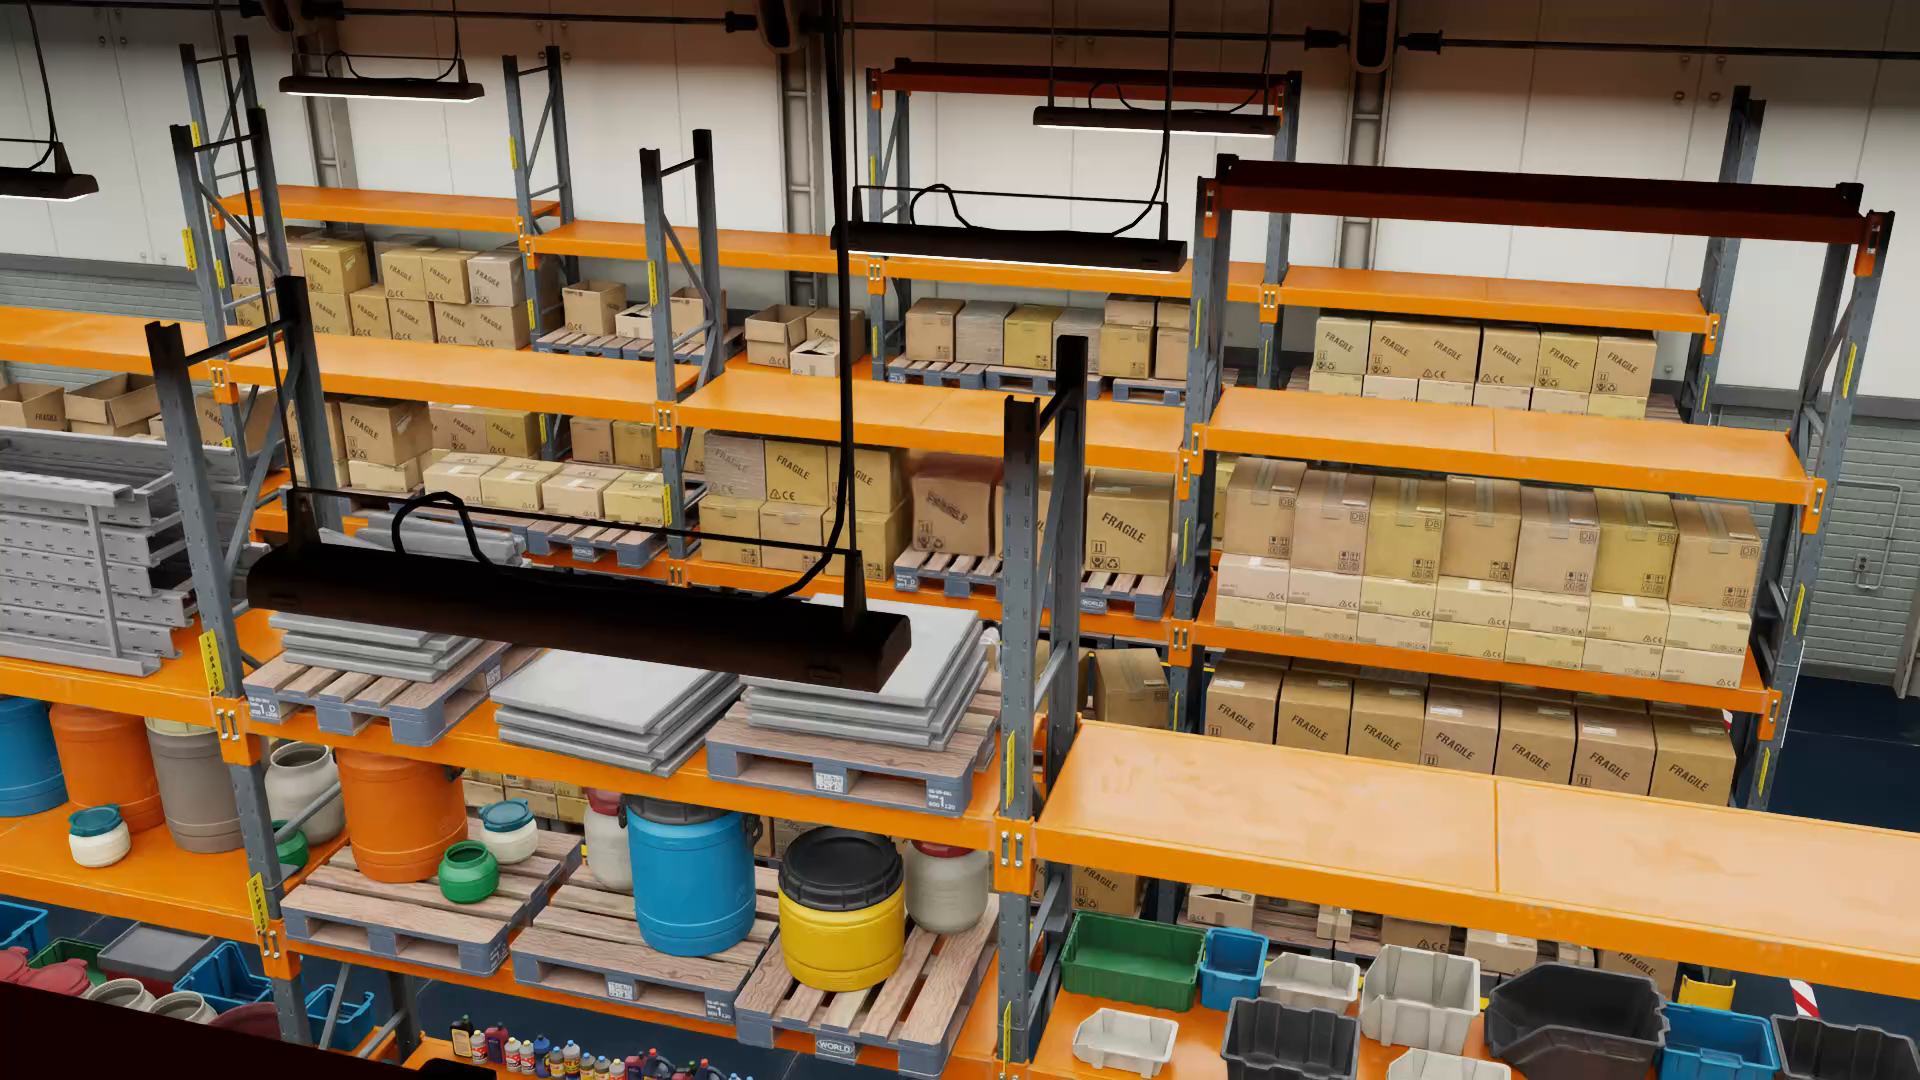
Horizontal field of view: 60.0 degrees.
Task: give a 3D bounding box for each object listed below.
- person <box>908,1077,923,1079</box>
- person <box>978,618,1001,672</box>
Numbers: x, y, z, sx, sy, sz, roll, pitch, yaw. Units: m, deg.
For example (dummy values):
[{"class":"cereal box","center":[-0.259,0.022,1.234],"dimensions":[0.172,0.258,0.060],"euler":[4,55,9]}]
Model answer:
[{"class":"person","center":[-0.032,3.200,10.793],"dimensions":[0.701,1.620,0.709],"euler":[10,25,23]},{"class":"person","center":[0.272,1.342,15.058],"dimensions":[0.645,1.640,0.583],"euler":[3,23,8]}]
